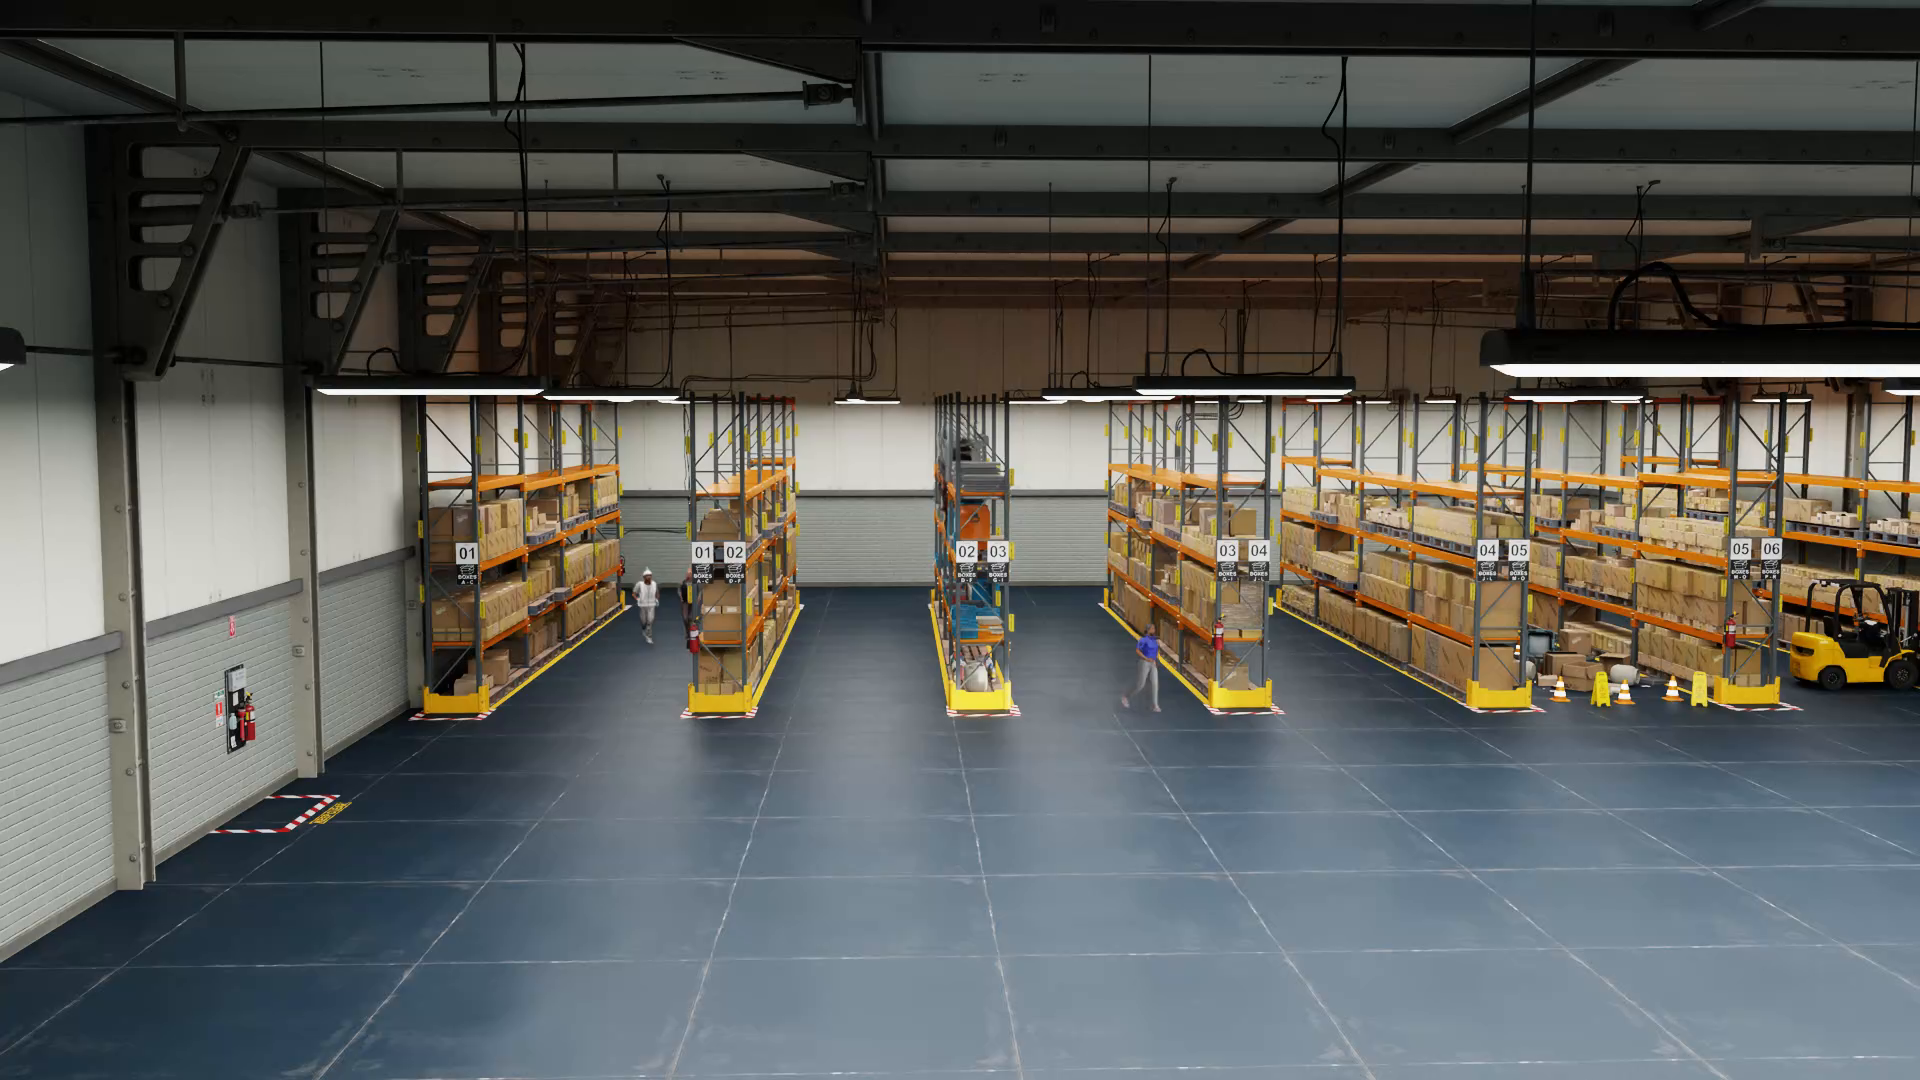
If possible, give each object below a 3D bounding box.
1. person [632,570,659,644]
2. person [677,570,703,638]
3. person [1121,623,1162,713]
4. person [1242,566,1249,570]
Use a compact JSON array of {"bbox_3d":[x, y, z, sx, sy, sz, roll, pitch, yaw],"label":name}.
[{"bbox_3d":[-7.612,1.619,40.389,0.674,1.770,0.771,-2,5,-22],"label":"person"},{"bbox_3d":[-6.716,1.587,41.315,0.661,1.680,0.585,0,5,2],"label":"person"},{"bbox_3d":[3.553,2.388,31.380,0.663,1.623,0.925,-4,6,-41],"label":"person"},{"bbox_3d":[8.091,1.075,47.568,0.555,1.662,0.610,0,5,3],"label":"person"}]
